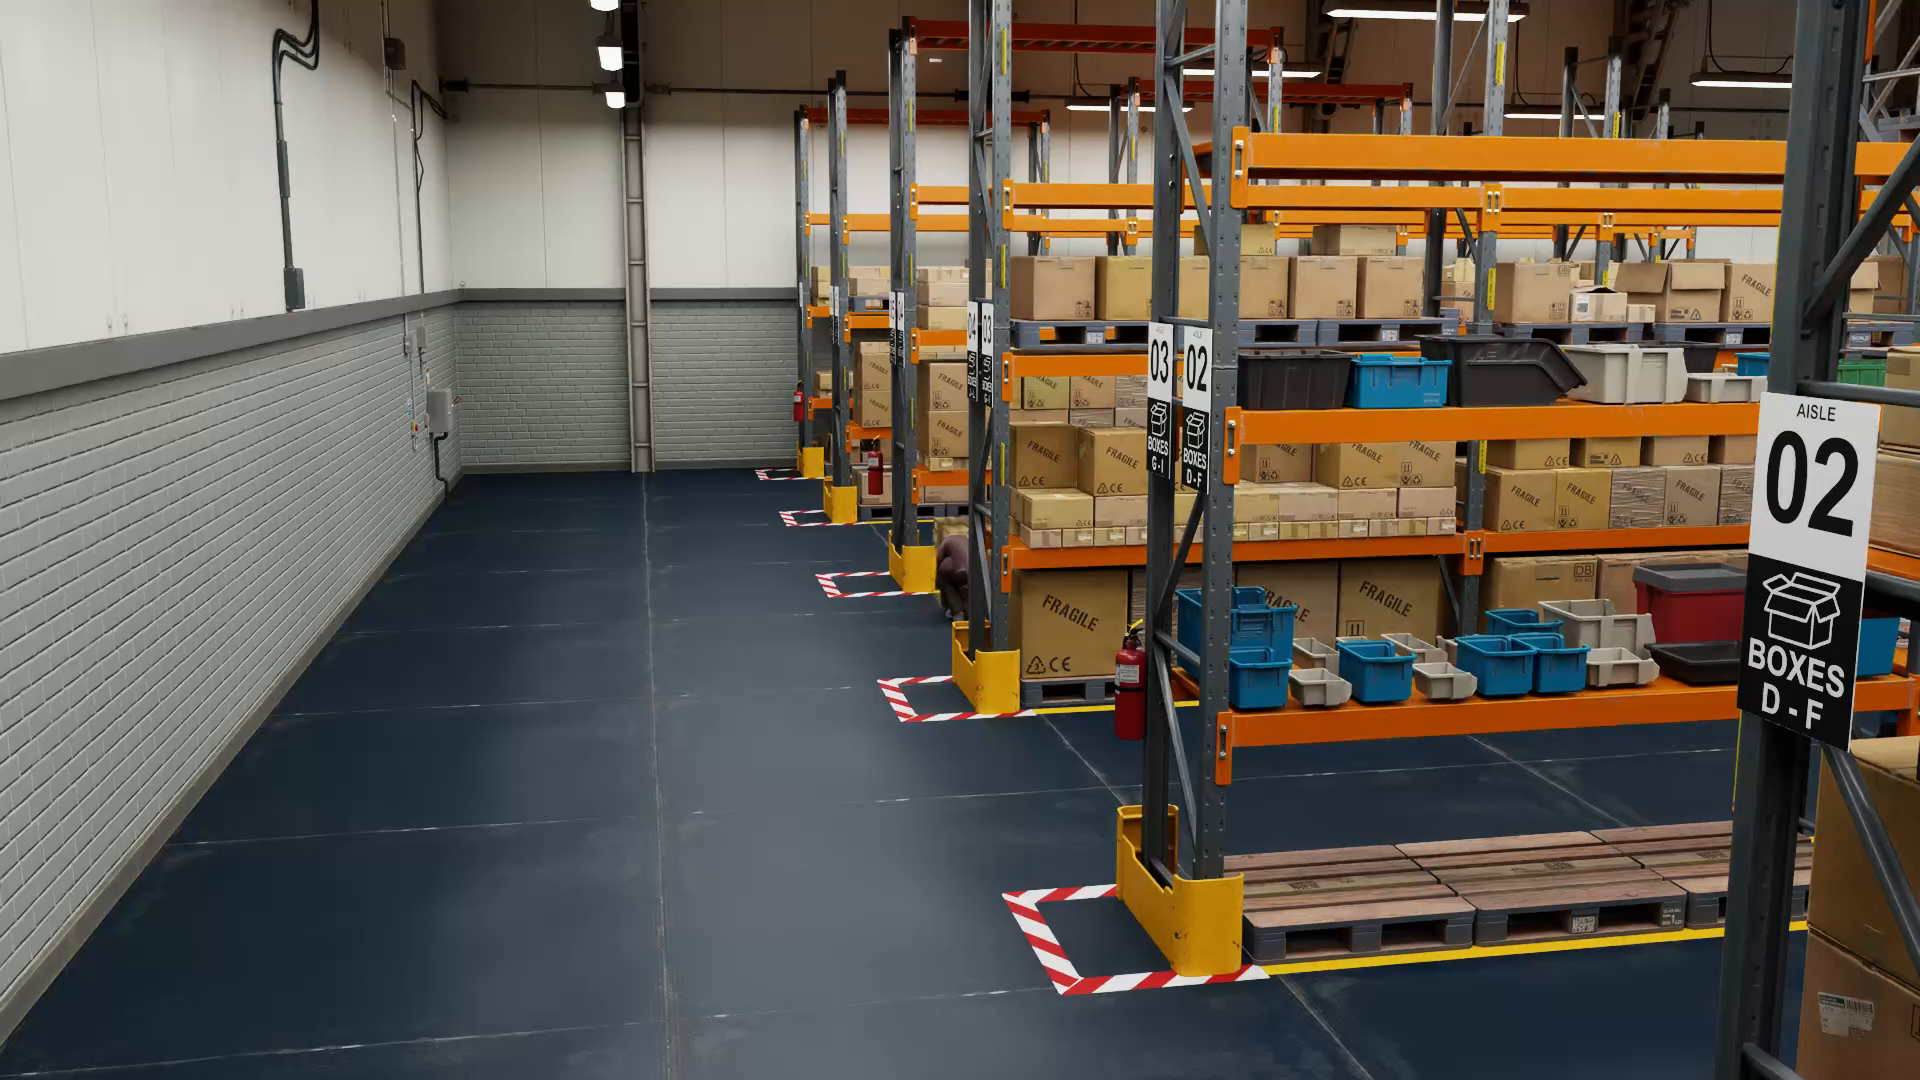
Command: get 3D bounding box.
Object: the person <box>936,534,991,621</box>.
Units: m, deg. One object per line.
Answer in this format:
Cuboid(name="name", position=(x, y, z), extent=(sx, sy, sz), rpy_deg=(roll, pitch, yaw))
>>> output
Cuboid(name="person", position=(0.047, 0.378, 16.641), extent=(0.572, 0.837, 0.948), rpy_deg=(-2, 10, -13))
